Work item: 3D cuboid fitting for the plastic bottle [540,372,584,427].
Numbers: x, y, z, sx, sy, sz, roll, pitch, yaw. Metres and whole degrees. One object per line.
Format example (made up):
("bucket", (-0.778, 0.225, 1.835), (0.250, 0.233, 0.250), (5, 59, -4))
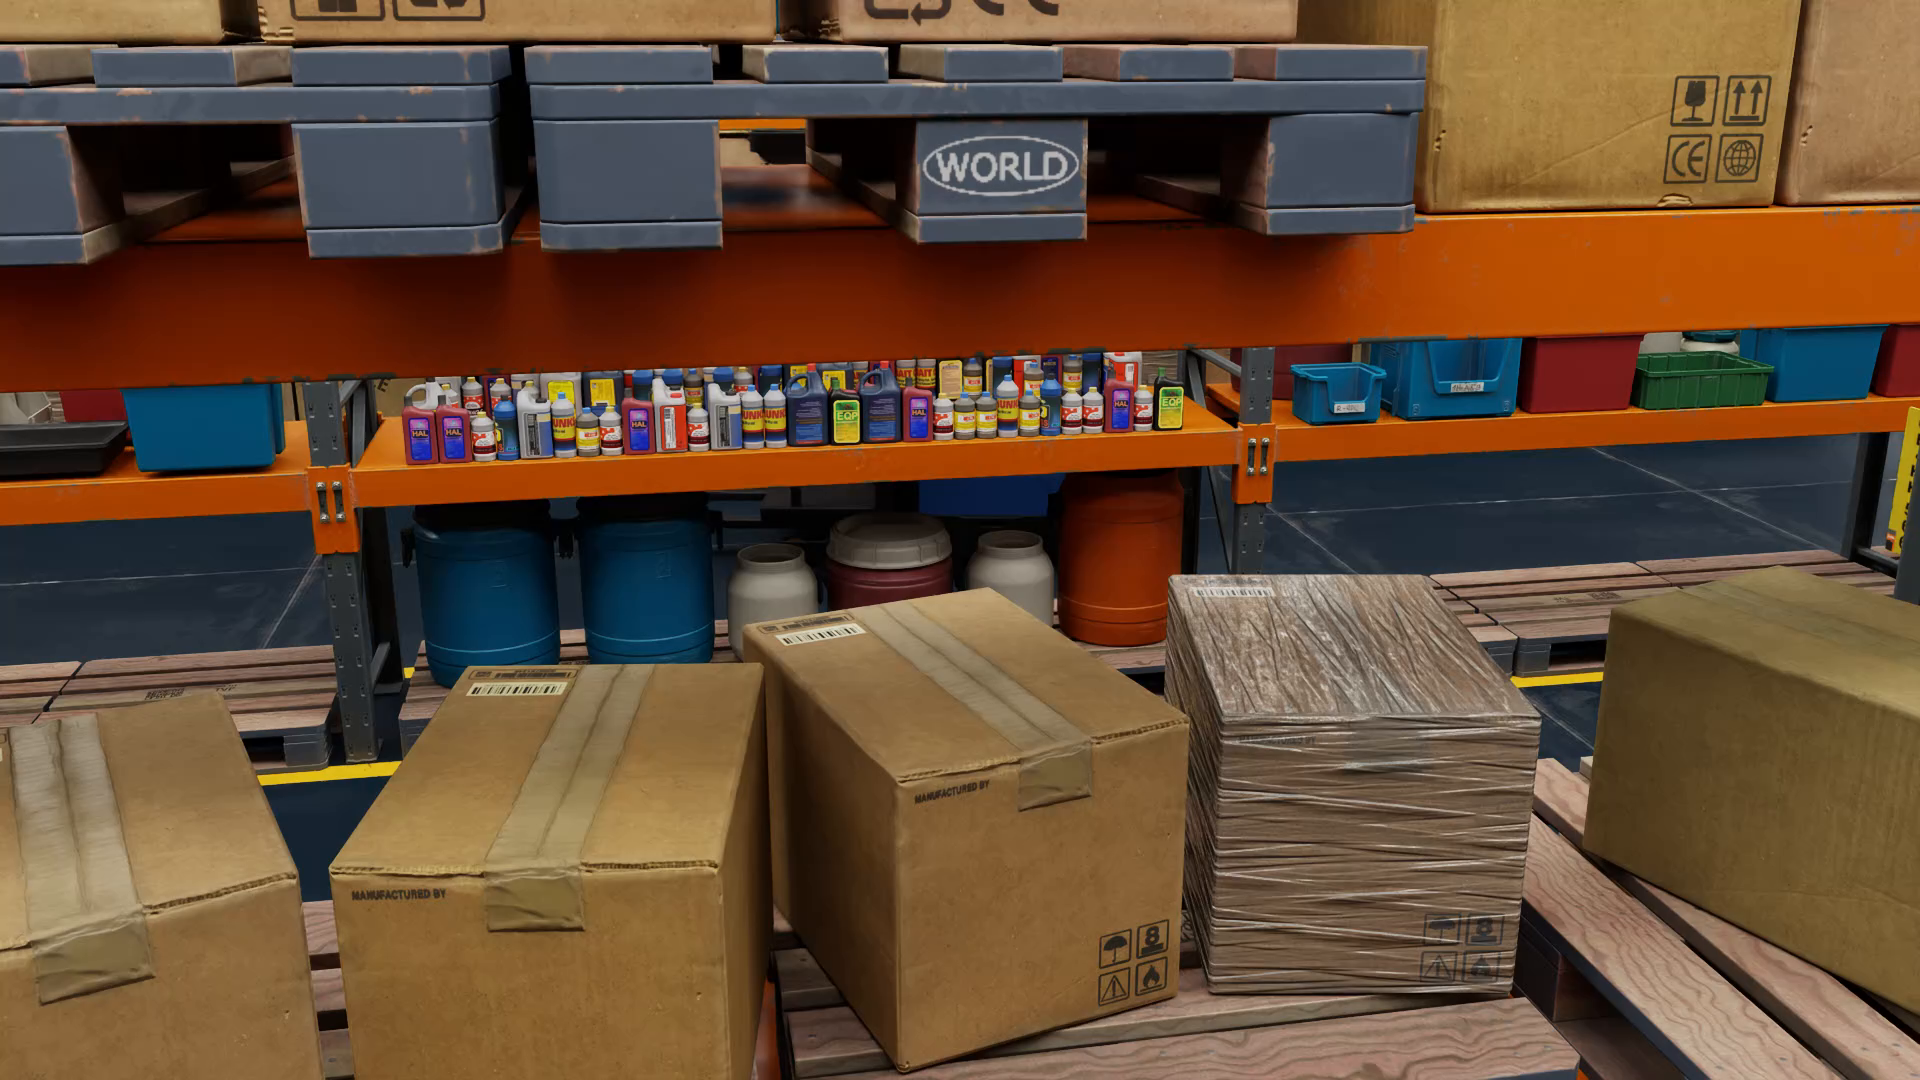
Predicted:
("plastic bottle", (-1.807, -0.693, 7.544), (0.185, 0.351, 0.144), (-3, 17, -10))

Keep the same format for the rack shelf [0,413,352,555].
("rack shelf", (-4.639, -0.158, 6.941), (4.000, 0.370, 1.077), (-3, 17, -10))

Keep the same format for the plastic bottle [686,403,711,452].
("plastic bottle", (-1.120, -0.484, 7.117), (0.097, 0.201, 0.097), (0, 17, 0))

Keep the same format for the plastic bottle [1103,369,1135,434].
("plastic bottle", (0.710, -0.622, 7.425), (0.133, 0.283, 0.061), (-3, 17, -10))

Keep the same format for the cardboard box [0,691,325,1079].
("cardboard box", (-1.231, 0.605, 2.348), (0.500, 0.500, 0.700), (-10, 20, -29))

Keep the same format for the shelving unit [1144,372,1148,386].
("shelving unit", (0.976, -0.486, 10.094), (0.252, 1.050, 0.215), (2, 17, 1))

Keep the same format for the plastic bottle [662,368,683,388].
("plastic bottle", (-1.321, -0.688, 7.661), (0.097, 0.271, 0.097), (0, 17, 0))

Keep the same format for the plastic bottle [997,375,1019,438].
("plastic bottle", (0.211, -0.593, 7.353), (0.097, 0.271, 0.097), (0, 17, 0))

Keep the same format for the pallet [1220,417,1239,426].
("pallet", (2.276, -1.041, 13.340), (1.213, 0.211, 1.003), (-3, 17, -10))

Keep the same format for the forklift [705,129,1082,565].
("forklift", (-0.687, -1.400, 9.878), (3.031, 2.935, 1.130), (0, 17, 1))

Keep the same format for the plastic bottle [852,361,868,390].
("plastic bottle", (-0.487, -0.780, 7.963), (0.097, 0.271, 0.097), (0, 17, 0))

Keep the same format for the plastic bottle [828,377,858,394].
("plastic bottle", (-0.510, -0.571, 7.259), (0.133, 0.283, 0.061), (-3, 17, -10))

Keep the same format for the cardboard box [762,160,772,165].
("cardboard box", (-1.938, -3.705, 16.473), (0.250, 0.149, 0.380), (-3, 17, -11))

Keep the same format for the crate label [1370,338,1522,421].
("crate label", (2.279, -0.830, 7.845), (0.616, 0.435, 0.502), (-3, 17, -10))

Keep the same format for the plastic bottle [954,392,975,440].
("plastic bottle", (0.020, -0.549, 7.328), (0.097, 0.201, 0.097), (0, 17, 0))

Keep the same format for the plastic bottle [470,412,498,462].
("plastic bottle", (-1.993, -0.435, 6.956), (0.097, 0.201, 0.097), (0, 17, 0))

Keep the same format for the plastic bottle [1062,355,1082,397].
("plastic bottle", (0.552, -0.806, 8.165), (0.097, 0.201, 0.097), (0, 17, 0))

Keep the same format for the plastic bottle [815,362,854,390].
("plastic bottle", (-0.592, -0.760, 7.761), (0.185, 0.351, 0.144), (-3, 17, -10))

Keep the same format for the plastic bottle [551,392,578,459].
("plastic bottle", (-1.670, -0.486, 7.005), (0.097, 0.271, 0.097), (0, 17, 0))

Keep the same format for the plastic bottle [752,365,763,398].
("plastic bottle", (-0.917, -0.767, 7.899), (0.133, 0.283, 0.061), (-3, 17, -10))

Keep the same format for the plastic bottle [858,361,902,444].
("plastic bottle", (-0.350, -0.606, 7.260), (0.185, 0.351, 0.144), (-3, 17, -10))

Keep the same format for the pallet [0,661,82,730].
("pallet", (-4.590, 0.841, 7.214), (1.213, 0.211, 1.003), (-3, 17, -10))

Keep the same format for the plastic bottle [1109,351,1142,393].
("plastic bottle", (0.795, -0.802, 8.024), (0.135, 0.276, 0.152), (-3, 17, -10))

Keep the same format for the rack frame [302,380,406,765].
("rack frame", (-2.675, -0.613, 7.198), (0.127, 3.000, 1.000), (-3, 17, -10))

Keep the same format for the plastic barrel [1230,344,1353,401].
("plastic barrel", (1.651, -1.014, 8.272), (0.708, 0.536, 0.600), (-3, 17, -10))

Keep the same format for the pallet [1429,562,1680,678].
("pallet", (3.216, 0.398, 8.655), (1.213, 0.211, 1.003), (-3, 17, -10))

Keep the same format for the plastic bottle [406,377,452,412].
("plastic bottle", (-2.228, -0.518, 6.973), (0.185, 0.351, 0.144), (-3, 17, -10))

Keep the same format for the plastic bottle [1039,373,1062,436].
("plastic bottle", (0.402, -0.604, 7.388), (0.097, 0.271, 0.097), (0, 17, 0))

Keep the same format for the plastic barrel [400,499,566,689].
("plastic barrel", (-2.137, 0.164, 7.528), (0.708, 0.901, 0.600), (-3, 17, -10))

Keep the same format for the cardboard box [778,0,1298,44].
("cardboard box", (0.079, -0.997, 2.284), (0.600, 0.600, 0.600), (-4, 18, -13))

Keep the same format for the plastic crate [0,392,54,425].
("plastic crate", (-4.209, -0.553, 7.103), (0.530, 0.282, 0.437), (-3, 17, -10))

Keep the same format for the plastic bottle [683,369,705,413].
("plastic bottle", (-1.255, -0.703, 7.831), (0.097, 0.201, 0.097), (0, 17, 0))

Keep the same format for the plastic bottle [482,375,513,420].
("plastic bottle", (-2.131, -0.698, 7.675), (0.133, 0.283, 0.061), (-3, 17, -10))

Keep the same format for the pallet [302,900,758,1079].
("pallet", (-0.934, 0.894, 2.619), (1.213, 0.211, 1.003), (-3, 17, -10))

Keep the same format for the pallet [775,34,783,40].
("pallet", (-0.811, -2.092, 7.228), (1.213, 0.211, 1.003), (-3, 17, -10))

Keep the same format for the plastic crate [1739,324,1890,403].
("plastic crate", (4.156, -0.900, 8.160), (0.575, 0.384, 0.392), (-3, 17, -10))

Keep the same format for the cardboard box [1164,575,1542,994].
("cardboard box", (0.657, 0.407, 2.991), (0.500, 0.500, 0.700), (0, 17, 0))

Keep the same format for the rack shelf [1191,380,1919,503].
("rack shelf", (3.216, -0.603, 8.392), (4.000, 0.370, 1.077), (-3, 17, -10))

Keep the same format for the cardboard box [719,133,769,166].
("cardboard box", (-1.706, -2.680, 12.050), (0.637, 0.503, 0.797), (-3, 17, -9))

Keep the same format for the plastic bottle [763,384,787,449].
("plastic bottle", (-0.797, -0.536, 7.167), (0.097, 0.271, 0.097), (0, 17, 0))

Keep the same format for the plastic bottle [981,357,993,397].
("plastic bottle", (0.172, -0.829, 8.101), (0.133, 0.283, 0.061), (-3, 17, -10))

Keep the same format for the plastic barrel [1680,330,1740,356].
("plastic barrel", (3.851, -0.963, 8.574), (0.301, 0.262, 0.301), (0, 17, 0))

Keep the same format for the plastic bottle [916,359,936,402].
("plastic bottle", (-0.164, -0.799, 8.022), (0.097, 0.271, 0.097), (0, 17, 0))

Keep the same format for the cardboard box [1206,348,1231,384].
("cardboard box", (2.065, -1.390, 13.237), (0.500, 0.500, 0.700), (-2, 17, -6))

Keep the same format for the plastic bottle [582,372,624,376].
("plastic bottle", (-1.653, -0.745, 7.713), (0.185, 0.351, 0.144), (-3, 17, -10))

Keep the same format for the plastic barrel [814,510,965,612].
("plastic barrel", (-0.333, 0.211, 7.907), (0.708, 0.588, 0.600), (-3, 17, -10))

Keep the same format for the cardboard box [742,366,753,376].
("cardboard box", (-1.245, -1.369, 12.563), (0.875, 0.875, 1.225), (-3, 17, -10))

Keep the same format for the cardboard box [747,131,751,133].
("cardboard box", (-2.497, -5.158, 21.400), (0.500, 0.250, 0.500), (-4, 17, -12))

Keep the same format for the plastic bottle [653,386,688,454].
("plastic bottle", (-1.239, -0.521, 7.111), (0.135, 0.276, 0.152), (-3, 17, -10))

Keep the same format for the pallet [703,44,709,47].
("pallet", (-2.812, -4.883, 16.311), (1.003, 0.211, 1.213), (-3, 17, -10))

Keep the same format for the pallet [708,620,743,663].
("pallet", (-0.709, 0.620, 7.933), (1.213, 0.211, 1.003), (-3, 17, -10))

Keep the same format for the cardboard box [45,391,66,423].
("cardboard box", (-6.035, -1.112, 11.728), (0.875, 0.875, 0.875), (-3, 17, -10))

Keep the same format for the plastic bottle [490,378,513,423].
("plastic bottle", (-2.098, -0.637, 7.616), (0.097, 0.201, 0.097), (0, 17, 0))
